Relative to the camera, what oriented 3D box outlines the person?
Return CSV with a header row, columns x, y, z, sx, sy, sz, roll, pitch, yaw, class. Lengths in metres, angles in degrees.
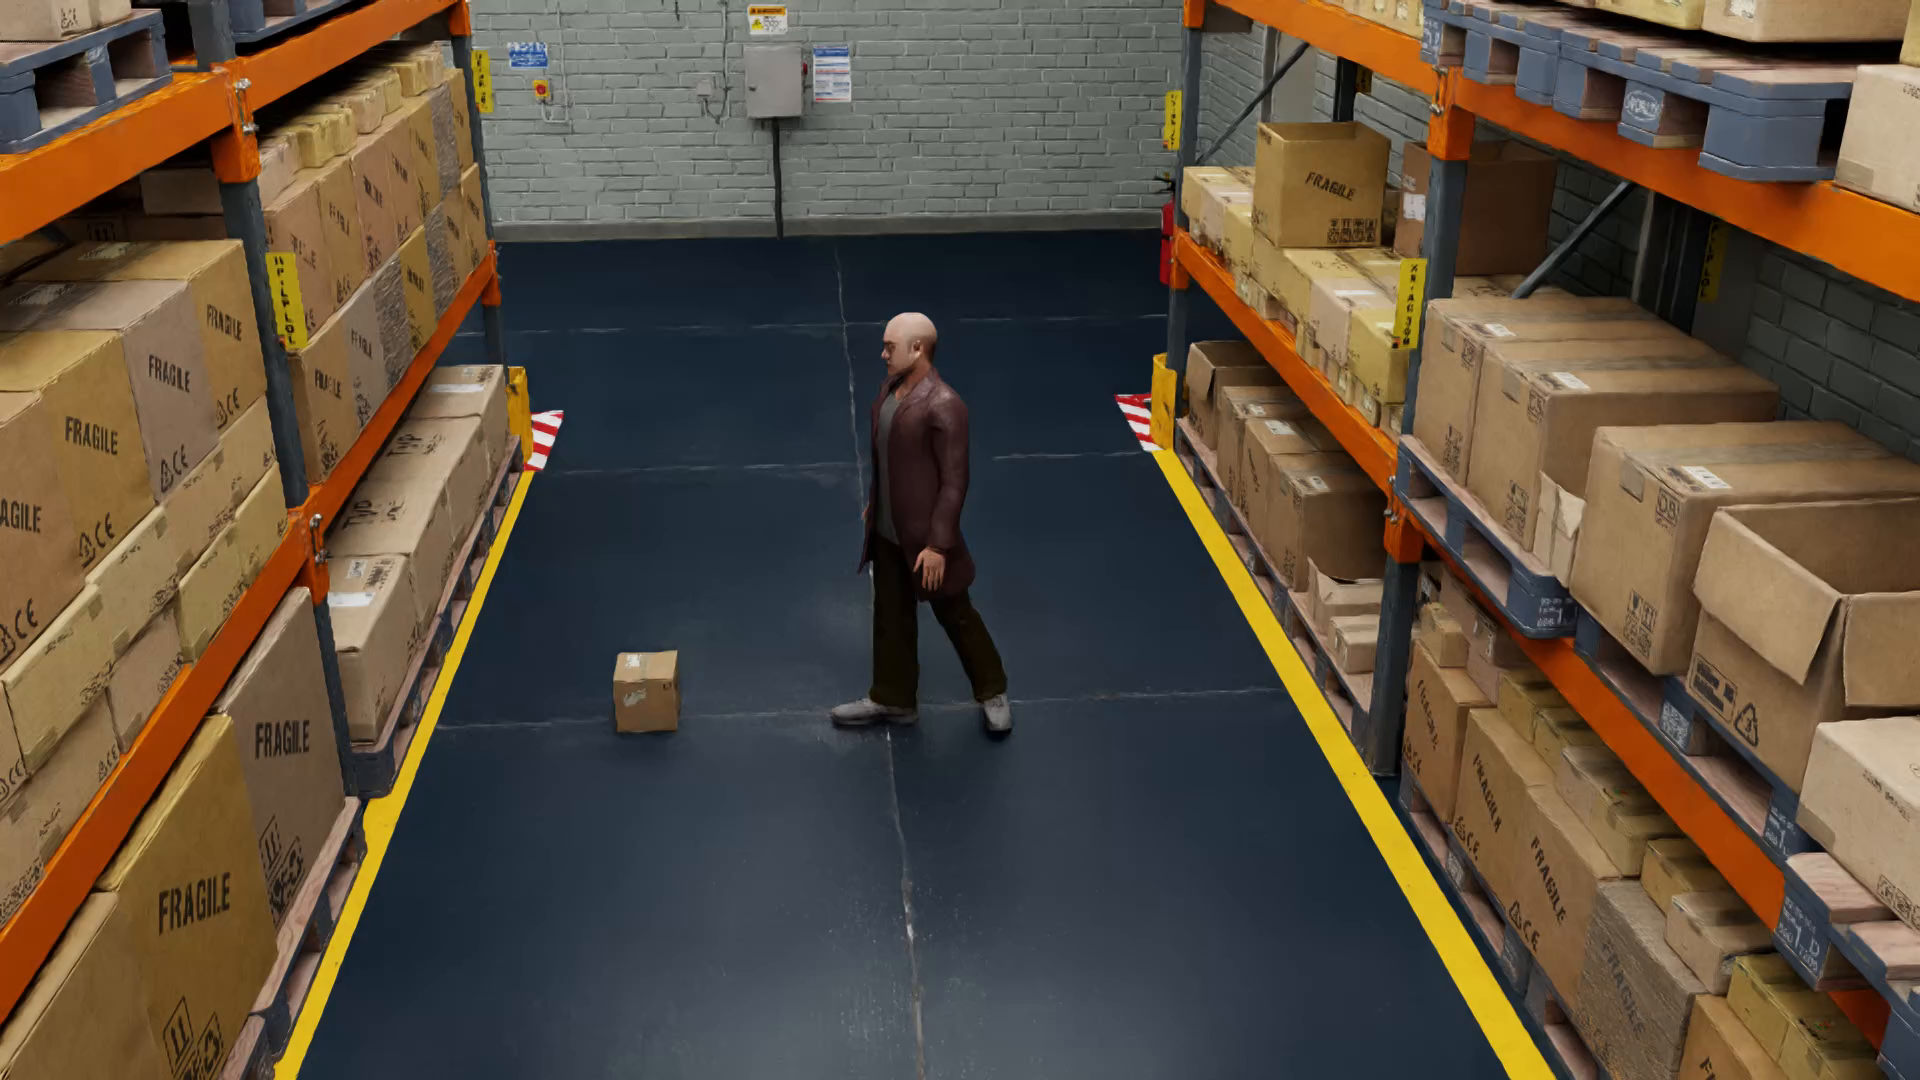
x,y,z,sx,sy,sz,roll,pitch,yaw,class
-0.166,-0.065,6.764,0.707,1.774,0.775,-16,28,-32,person
